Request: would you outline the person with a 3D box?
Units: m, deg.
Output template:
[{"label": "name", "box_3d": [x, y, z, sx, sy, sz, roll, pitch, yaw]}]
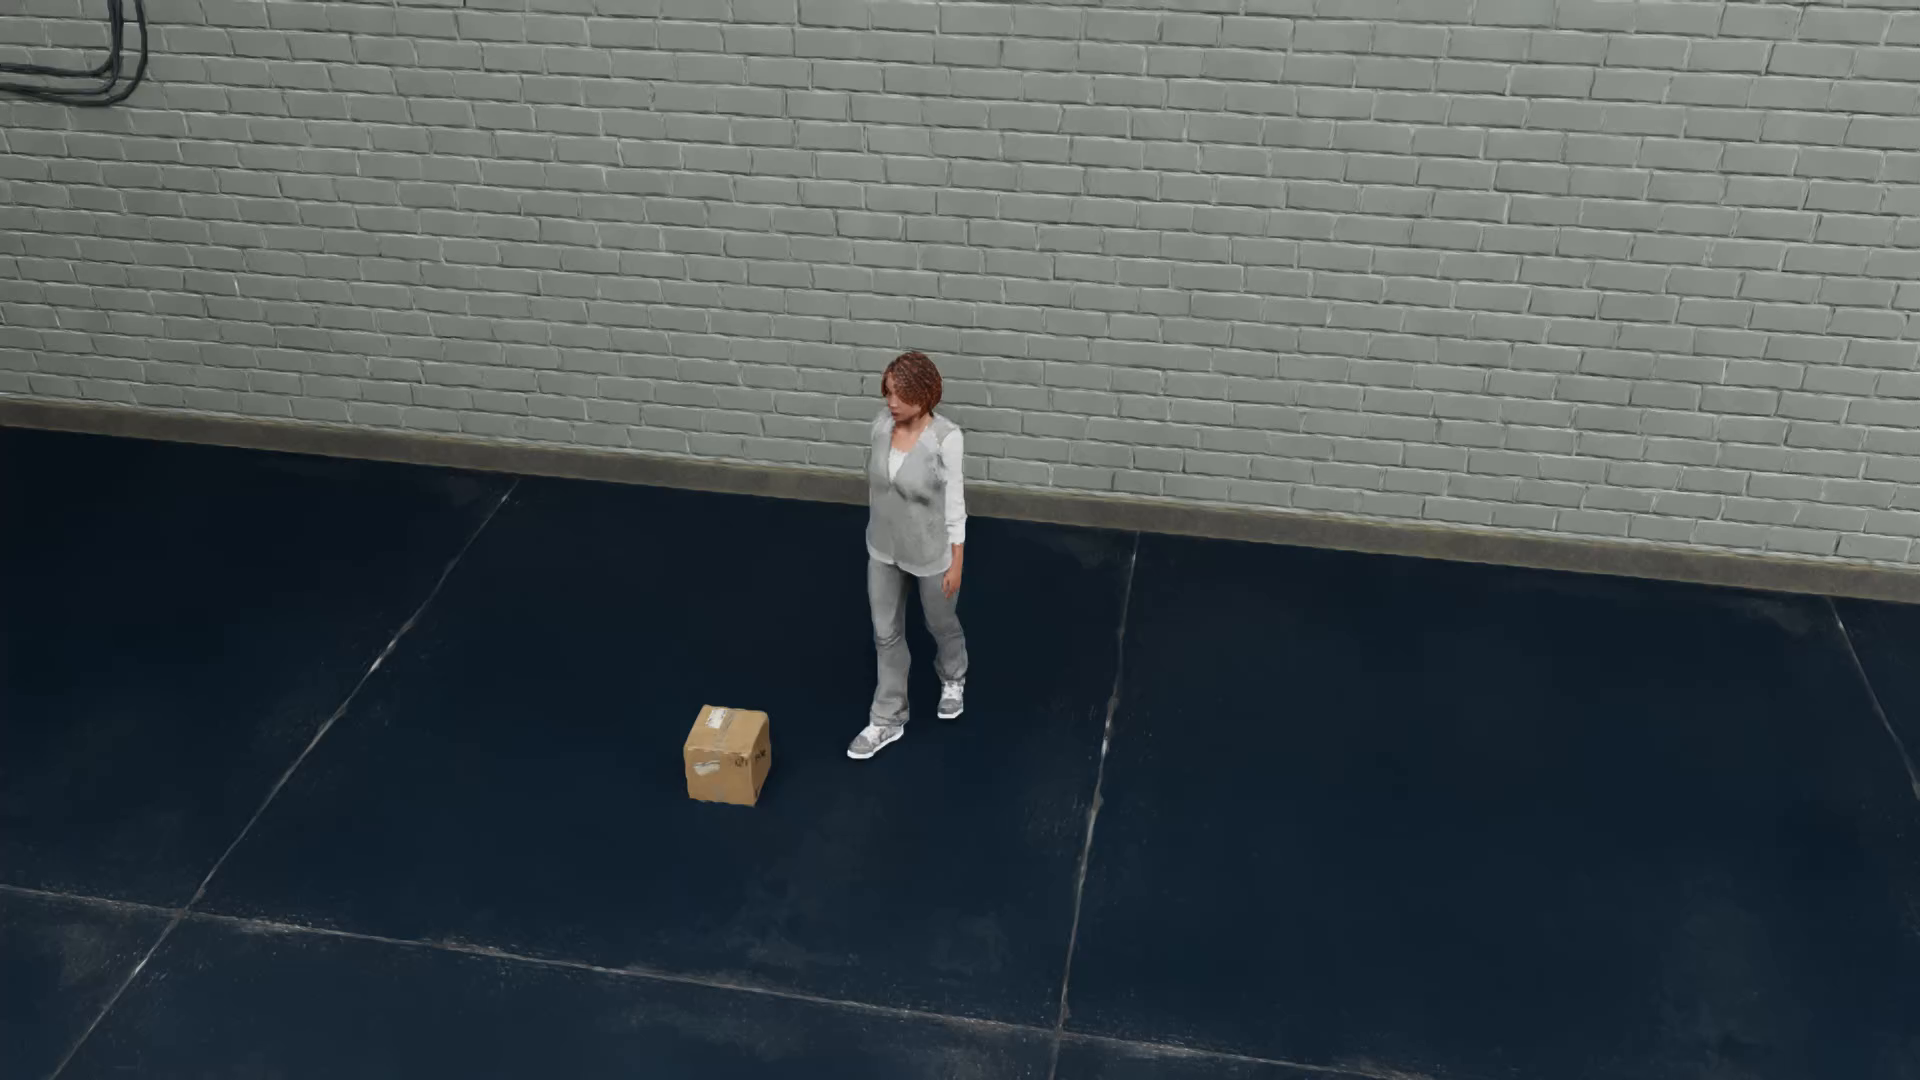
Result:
[{"label": "person", "box_3d": [-0.136, 0.102, 6.148, 0.404, 1.278, 0.491, 16, 36, 23]}]
